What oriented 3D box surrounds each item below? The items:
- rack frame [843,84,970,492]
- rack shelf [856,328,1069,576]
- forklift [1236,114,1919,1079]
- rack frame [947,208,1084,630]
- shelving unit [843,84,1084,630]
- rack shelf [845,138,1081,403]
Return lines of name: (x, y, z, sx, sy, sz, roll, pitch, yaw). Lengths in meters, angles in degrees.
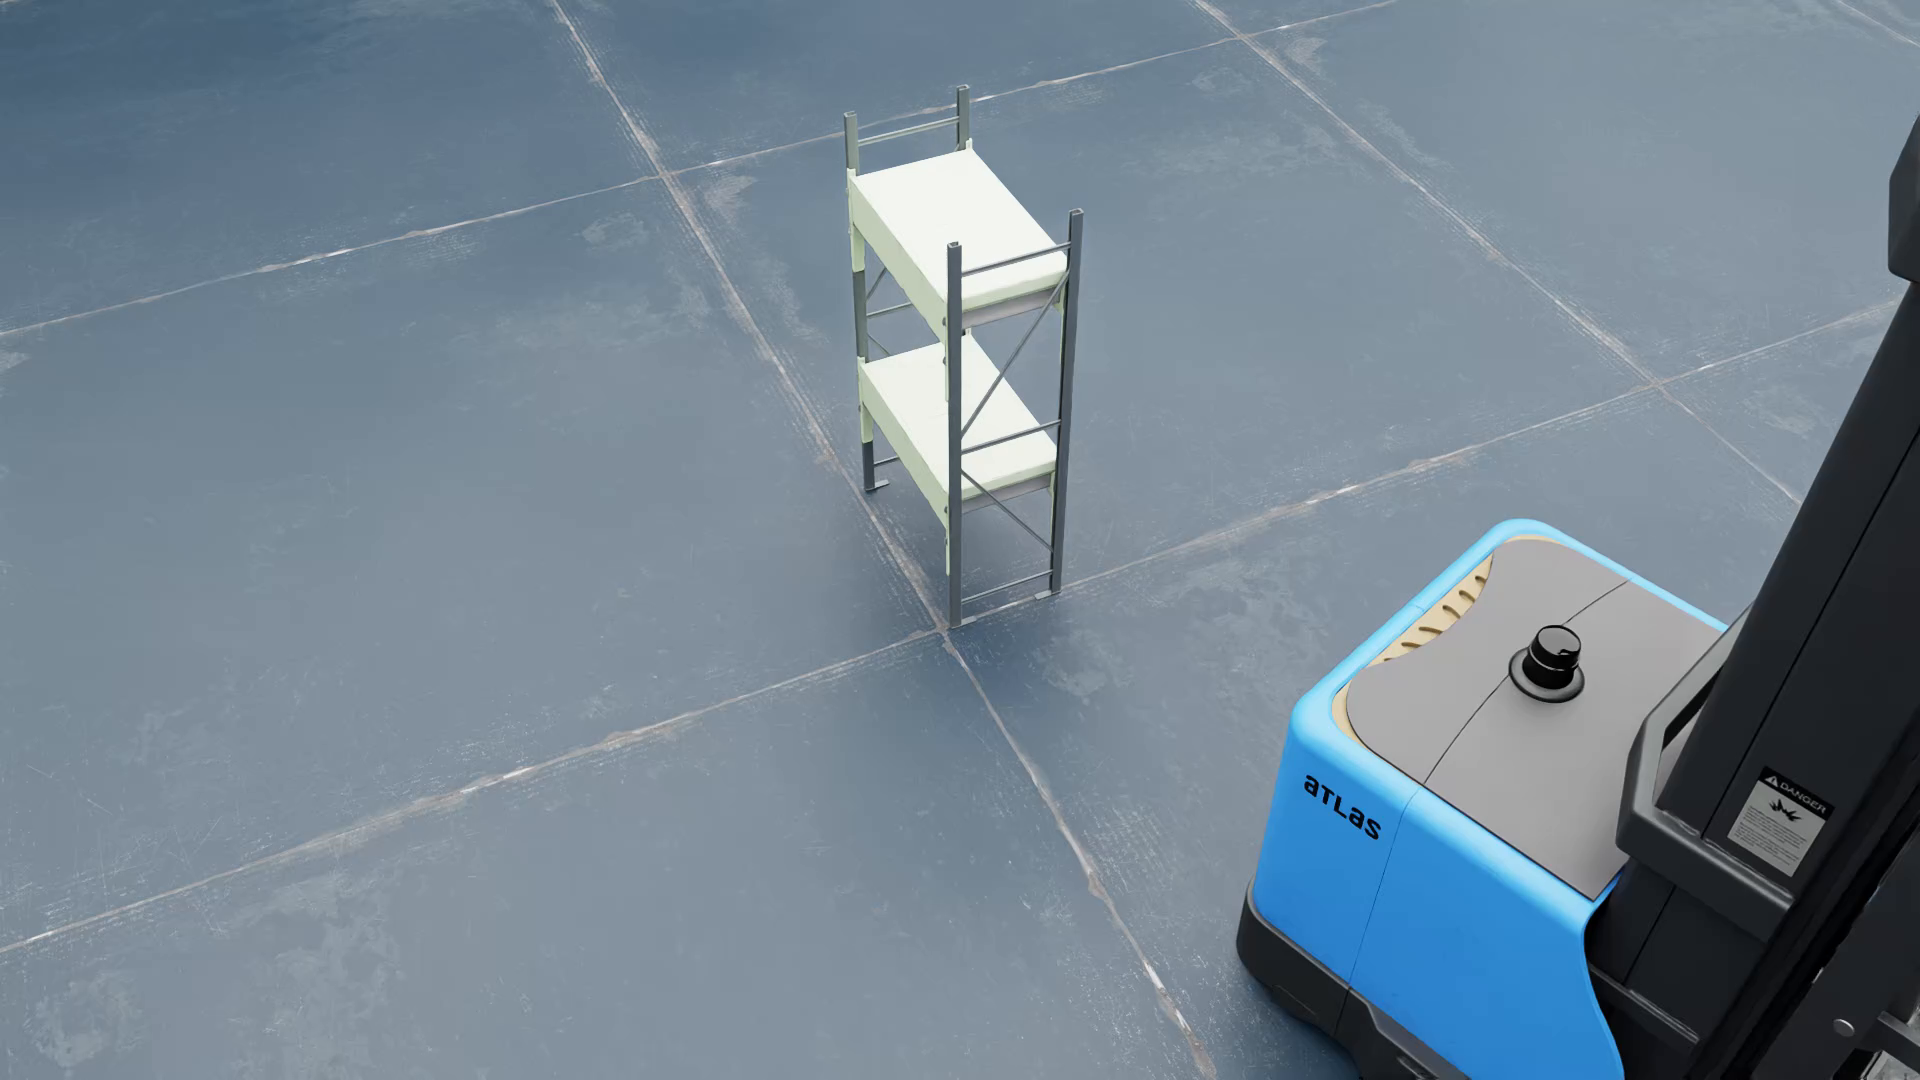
rack frame: (-0.157, -0.771, 5.464, 0.400, 1.500, 0.023, -18, 47, -17)
rack shelf: (-0.003, -0.306, 5.457, 0.431, 0.370, 0.720, -18, 47, -17)
forklift: (2.144, 0.615, 3.040, 1.130, 2.935, 3.031, -35, 54, -30)
rack frame: (0.151, -0.305, 4.991, 0.400, 1.500, 0.023, -18, 47, -17)
shelving unit: (-0.003, -0.538, 5.228, 0.431, 1.500, 0.755, -18, 47, -17)
rack shelf: (-0.003, -0.816, 4.953, 0.431, 0.370, 0.720, -18, 47, -17)
